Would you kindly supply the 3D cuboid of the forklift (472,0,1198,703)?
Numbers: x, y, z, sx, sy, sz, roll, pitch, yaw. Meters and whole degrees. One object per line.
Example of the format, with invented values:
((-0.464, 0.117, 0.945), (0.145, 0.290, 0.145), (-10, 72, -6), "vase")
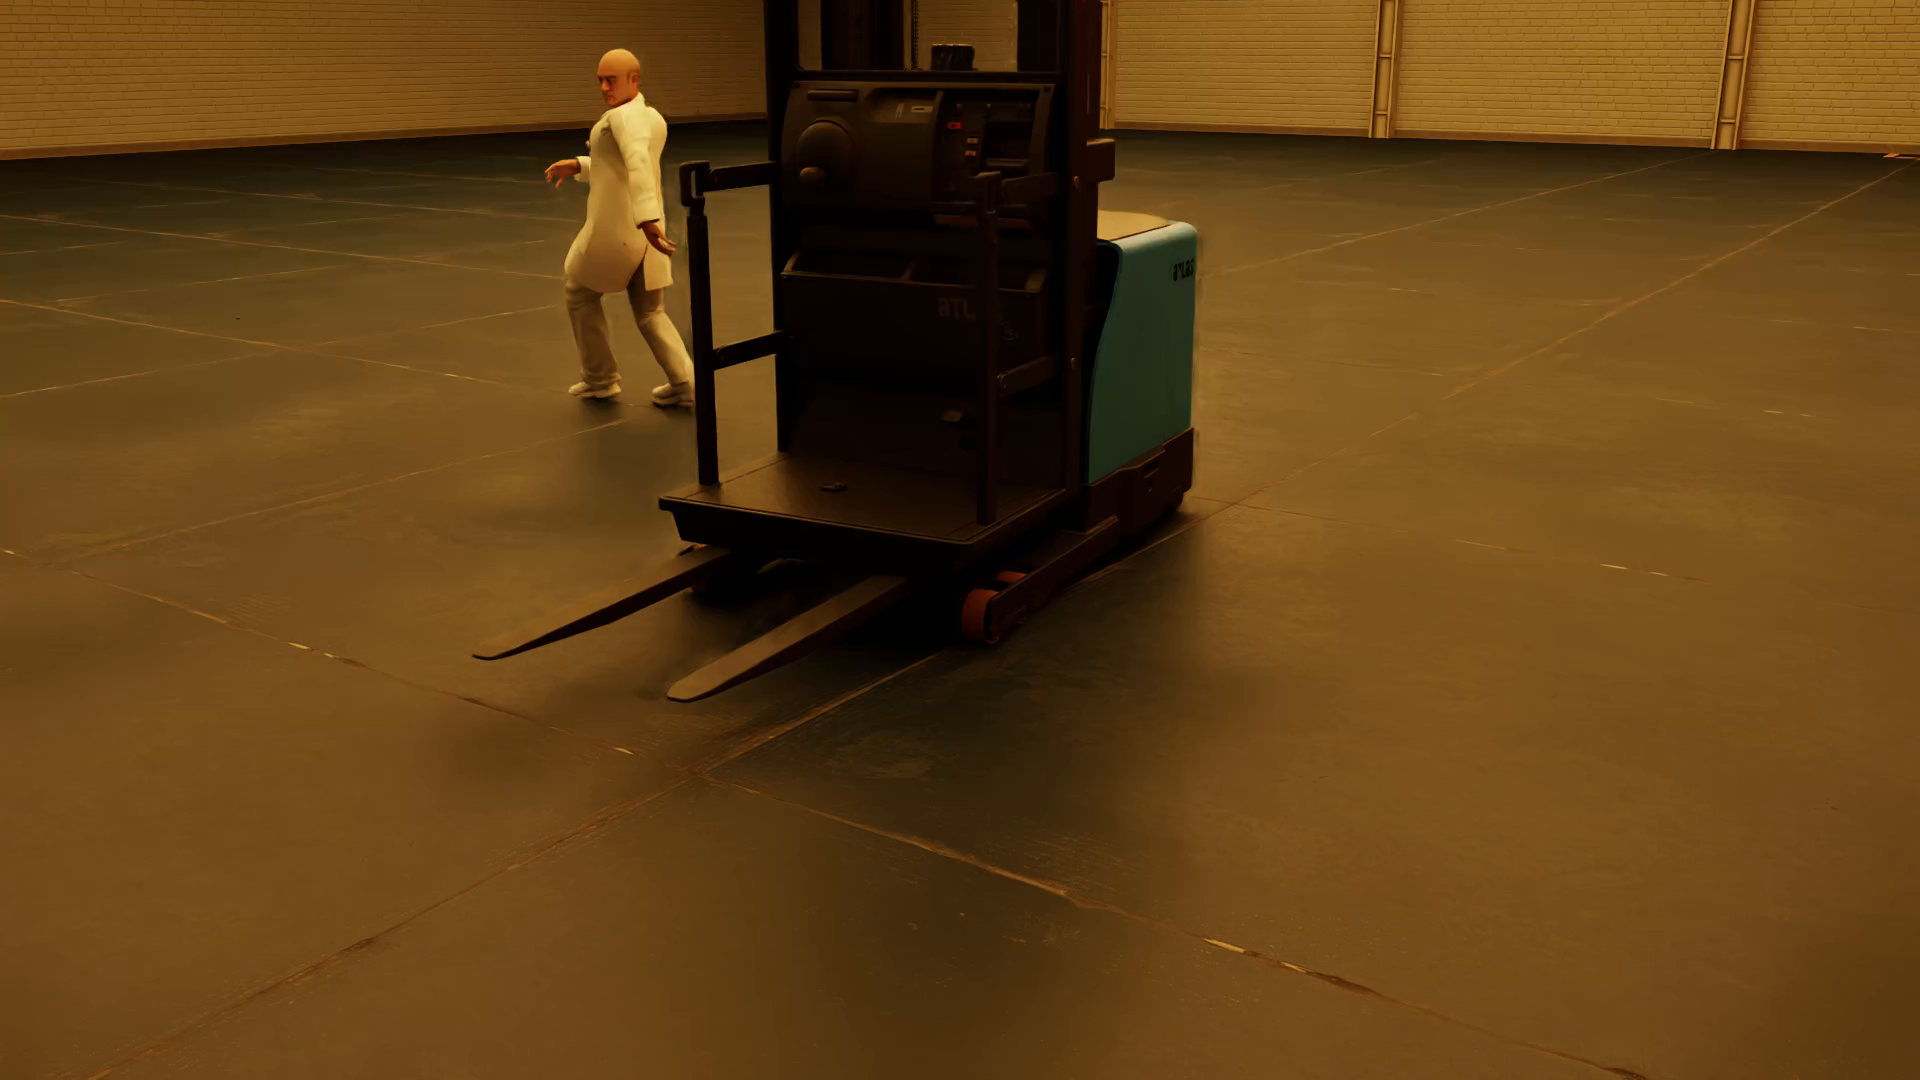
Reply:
((-0.240, -1.241, 4.982), (1.130, 2.935, 3.031), (8, 19, 26), "forklift")

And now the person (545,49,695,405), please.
((-1.613, -1.465, 7.970), (1.007, 1.706, 0.607), (11, 20, 33), "person")
